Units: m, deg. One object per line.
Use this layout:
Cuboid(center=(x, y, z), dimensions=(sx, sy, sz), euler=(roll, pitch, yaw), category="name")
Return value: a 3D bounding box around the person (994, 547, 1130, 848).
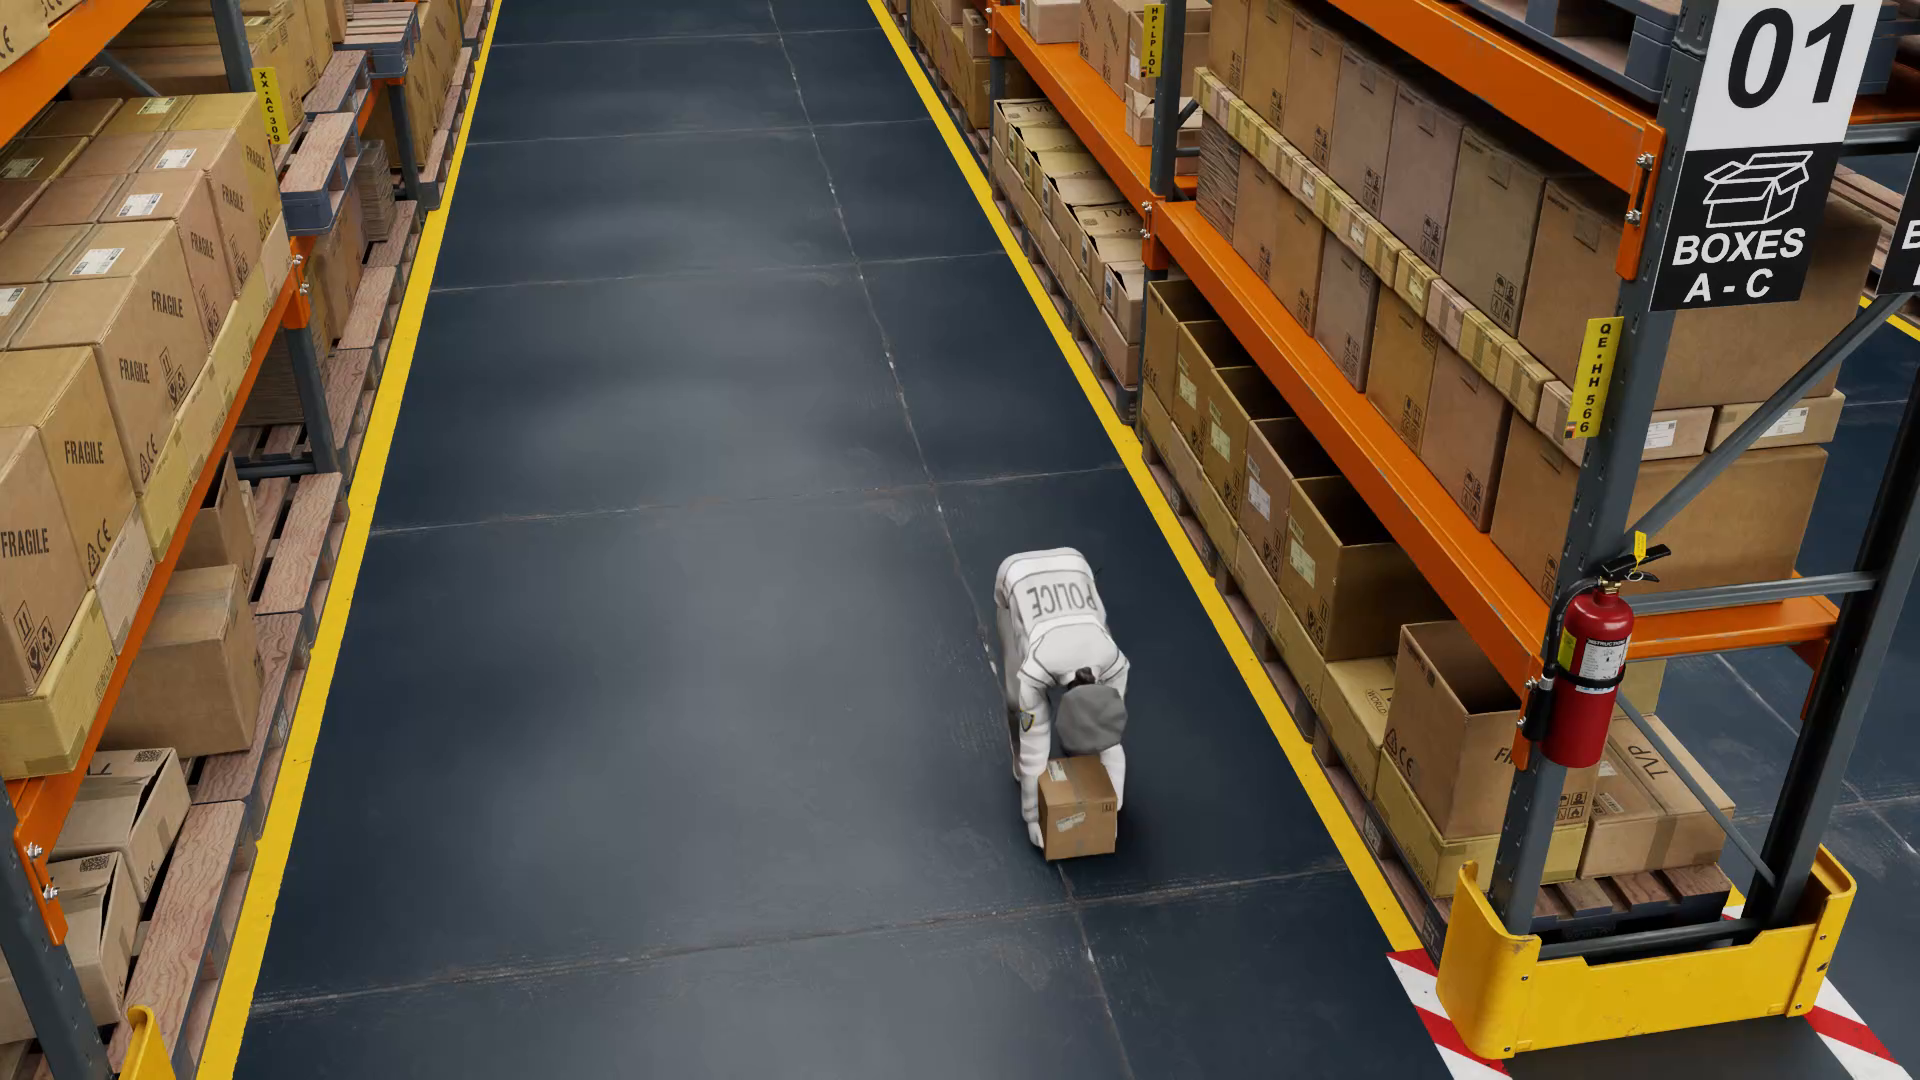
Cuboid(center=(0.381, 0.546, 6.016), dimensions=(0.452, 0.848, 0.885), euler=(-7, 32, -11), category="person")
